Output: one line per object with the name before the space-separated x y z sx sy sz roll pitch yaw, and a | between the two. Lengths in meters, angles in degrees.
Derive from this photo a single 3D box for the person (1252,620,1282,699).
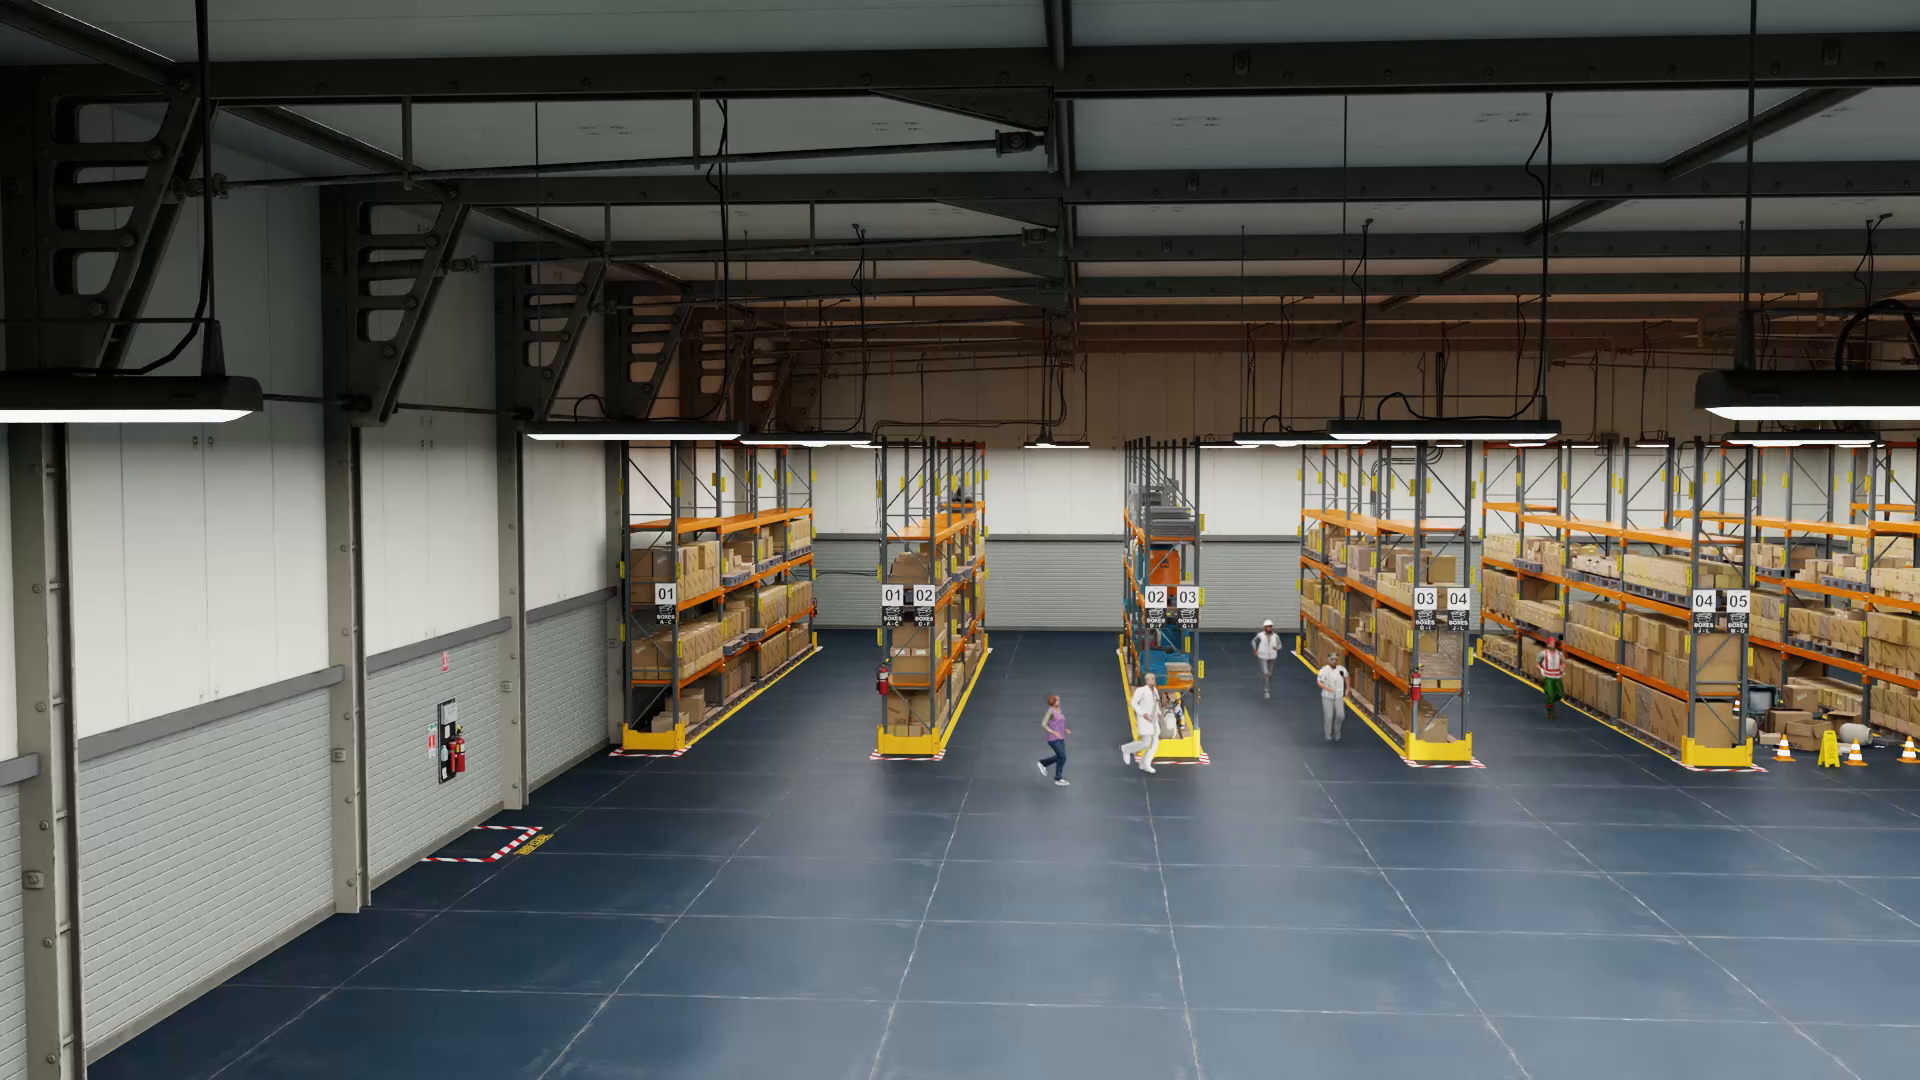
person | 7.149 2.747 38.629 0.657 1.784 0.879 0 3 -6

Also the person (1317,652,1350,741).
person | 7.392 3.097 32.818 0.689 1.780 0.666 0 3 1

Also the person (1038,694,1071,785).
person | 1.588 3.416 28.543 0.637 1.551 0.540 2 4 30

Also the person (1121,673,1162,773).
person | 3.347 3.267 29.949 0.741 1.735 0.726 3 4 43

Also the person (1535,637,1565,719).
person | 12.667 2.946 35.639 0.653 1.736 0.621 0 3 2
